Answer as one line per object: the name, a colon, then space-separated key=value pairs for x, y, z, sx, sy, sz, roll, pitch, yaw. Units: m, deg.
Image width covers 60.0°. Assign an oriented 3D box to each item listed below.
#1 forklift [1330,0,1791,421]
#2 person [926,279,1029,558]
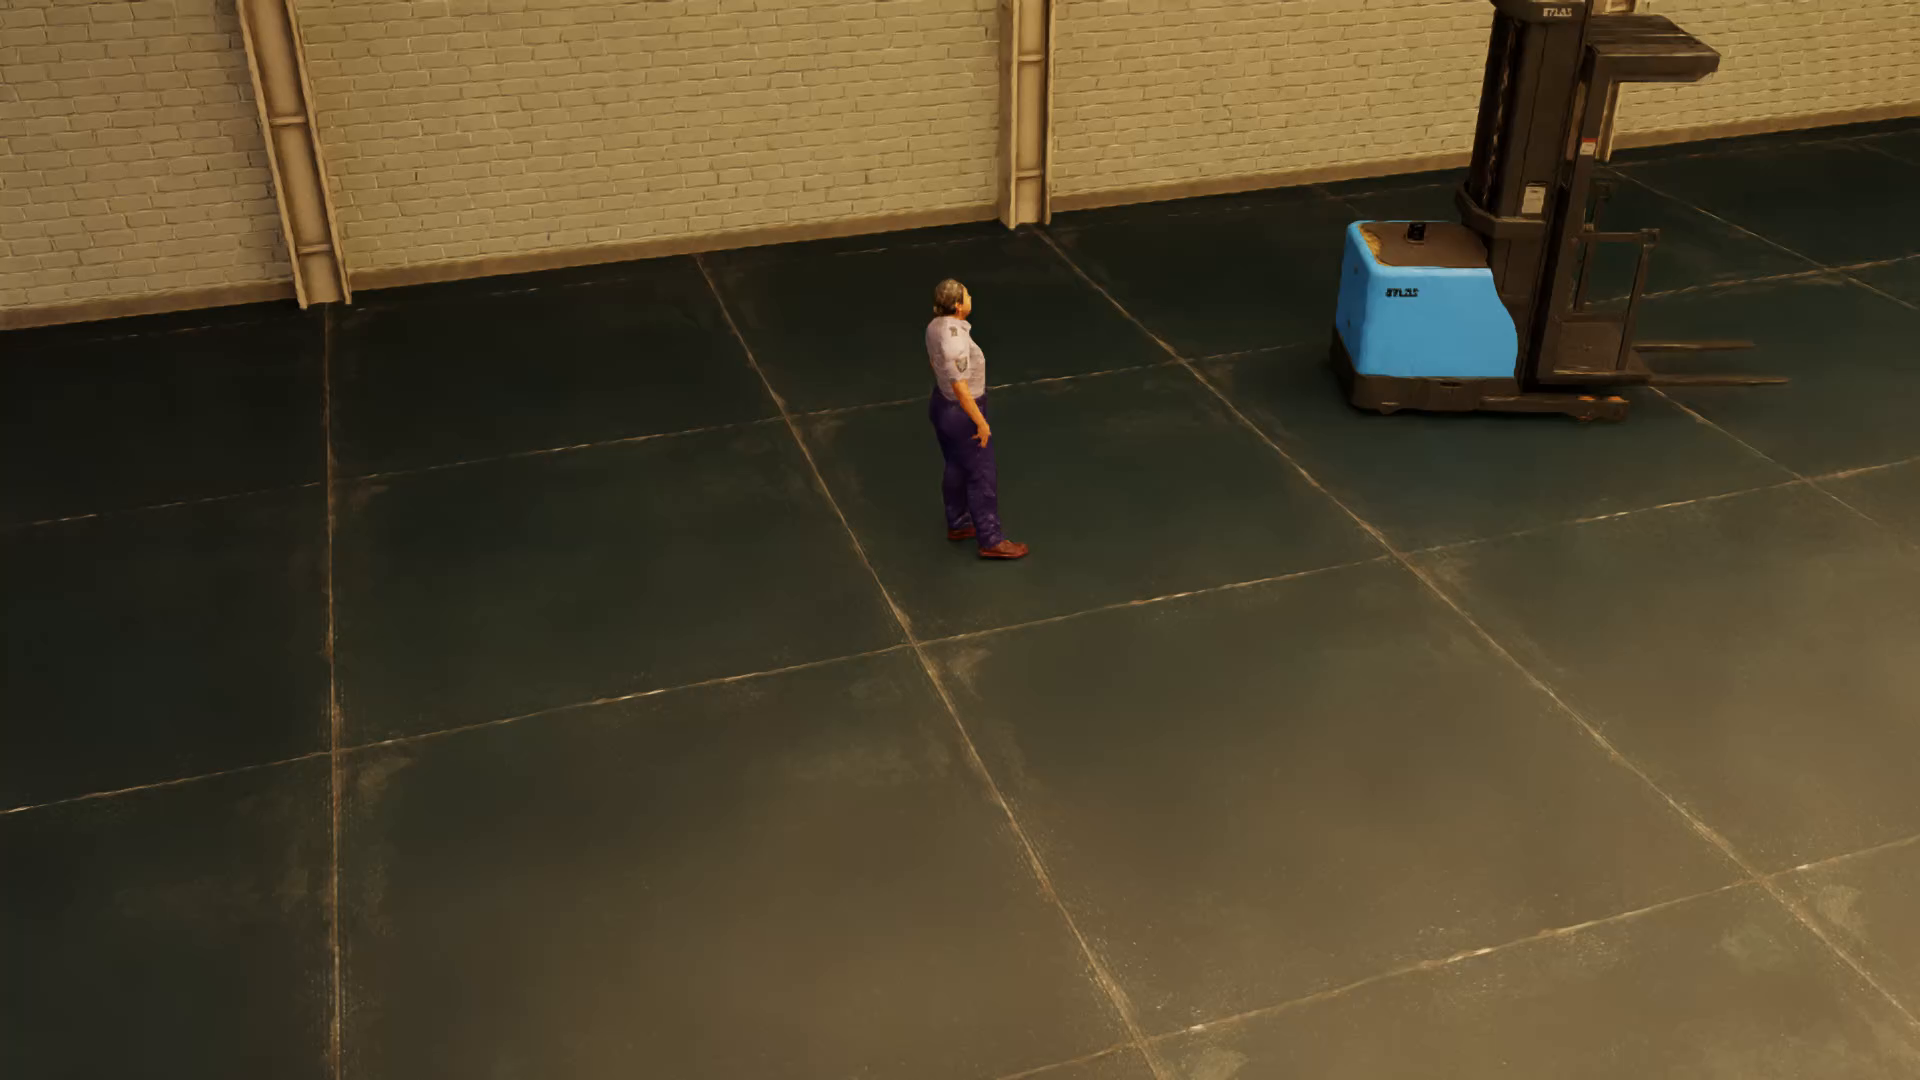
forklift: x=4.235 y=-2.360 z=11.189 sx=3.031 sy=2.935 sz=1.130 roll=1 pitch=30 yaw=1
person: x=0.092 y=-0.720 z=9.620 sx=0.502 sy=1.642 sz=0.599 roll=-10 pitch=31 yaw=-16
